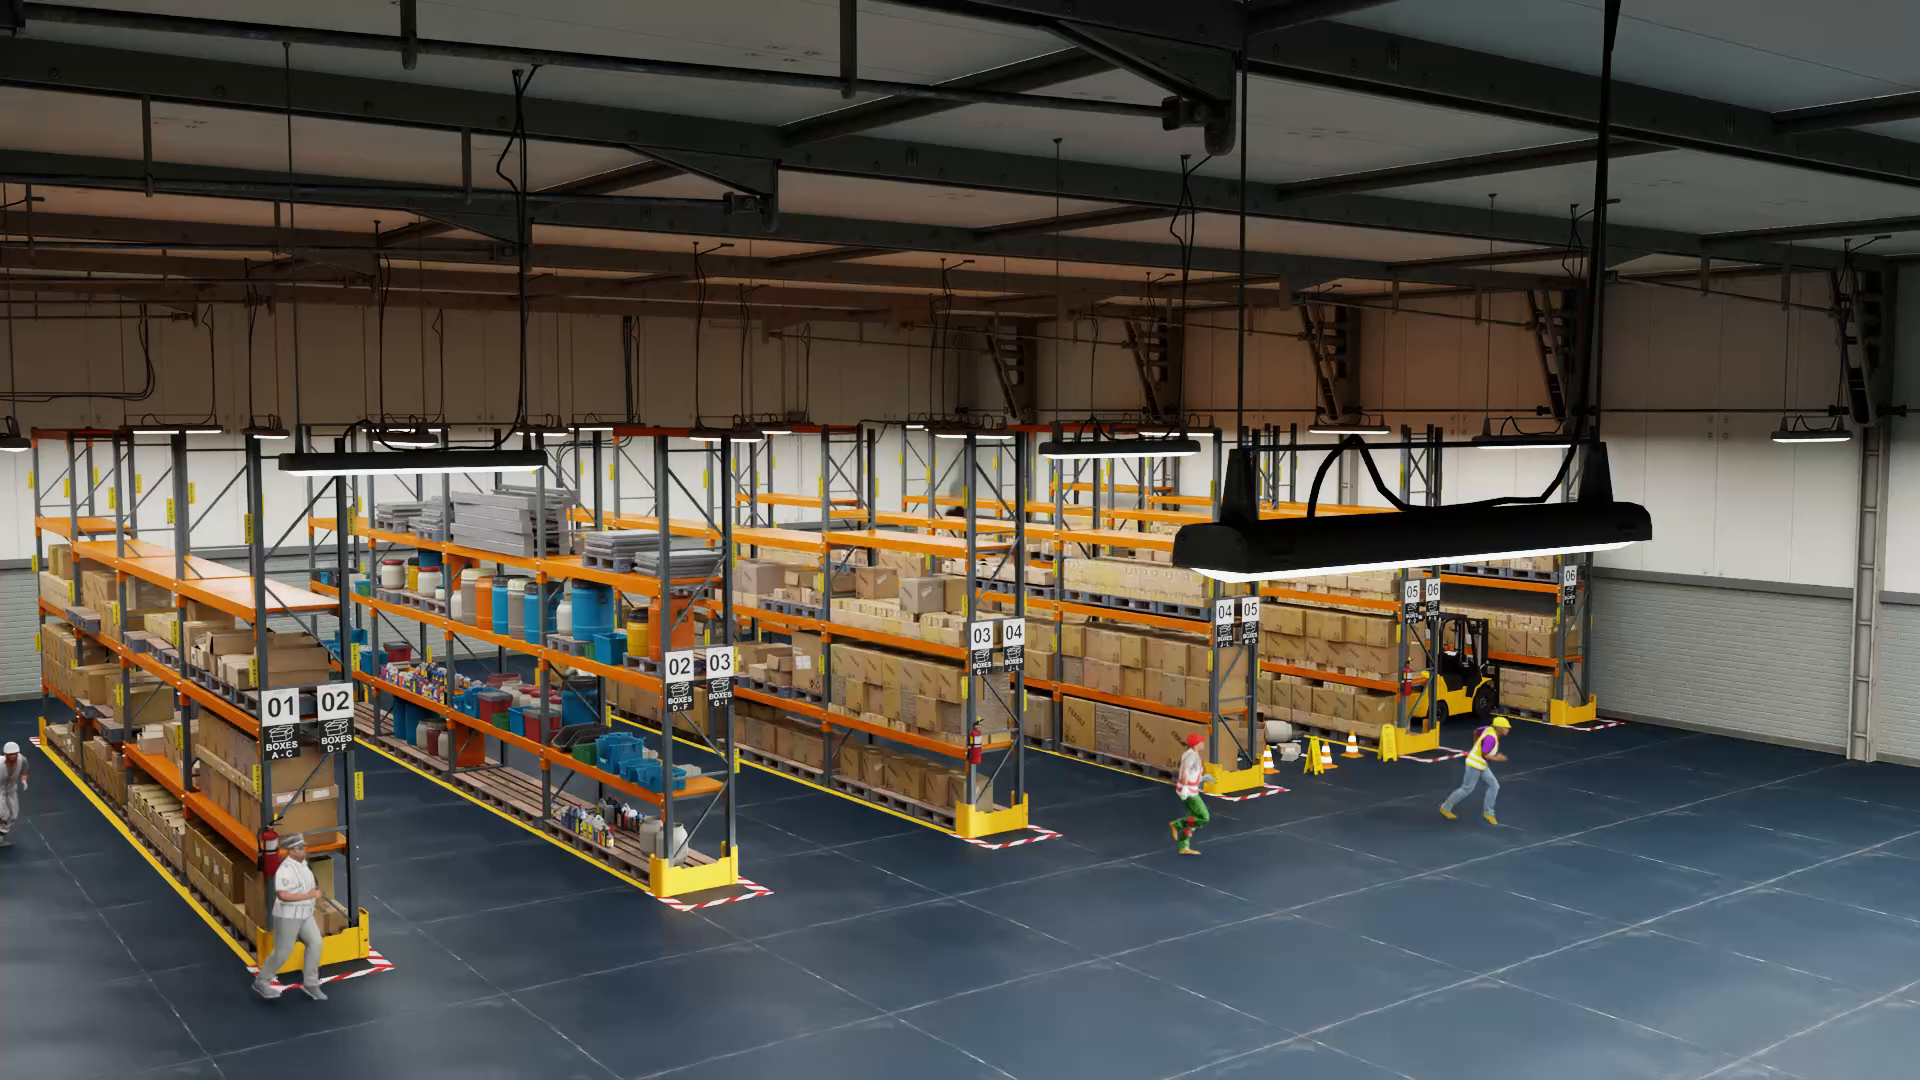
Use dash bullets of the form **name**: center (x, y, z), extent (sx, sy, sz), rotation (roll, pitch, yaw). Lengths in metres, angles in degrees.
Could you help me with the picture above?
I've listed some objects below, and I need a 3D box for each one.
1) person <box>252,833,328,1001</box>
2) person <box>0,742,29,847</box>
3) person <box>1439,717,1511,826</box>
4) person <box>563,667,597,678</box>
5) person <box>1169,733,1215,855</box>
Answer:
- **person**: center (-7.174, 4.058, 17.831), extent (0.787, 1.859, 0.675), rotation (0, 4, 5)
- **person**: center (-13.767, 3.666, 23.901), extent (0.832, 1.588, 0.692), rotation (3, 5, 35)
- **person**: center (7.884, 3.532, 25.436), extent (1.033, 1.714, 0.747), rotation (2, 5, 19)
- **person**: center (-7.114, 2.985, 31.554), extent (0.784, 1.806, 0.679), rotation (4, 6, 43)
- **person**: center (3.312, 3.618, 23.679), extent (0.678, 1.728, 0.708), rotation (0, 4, -1)
